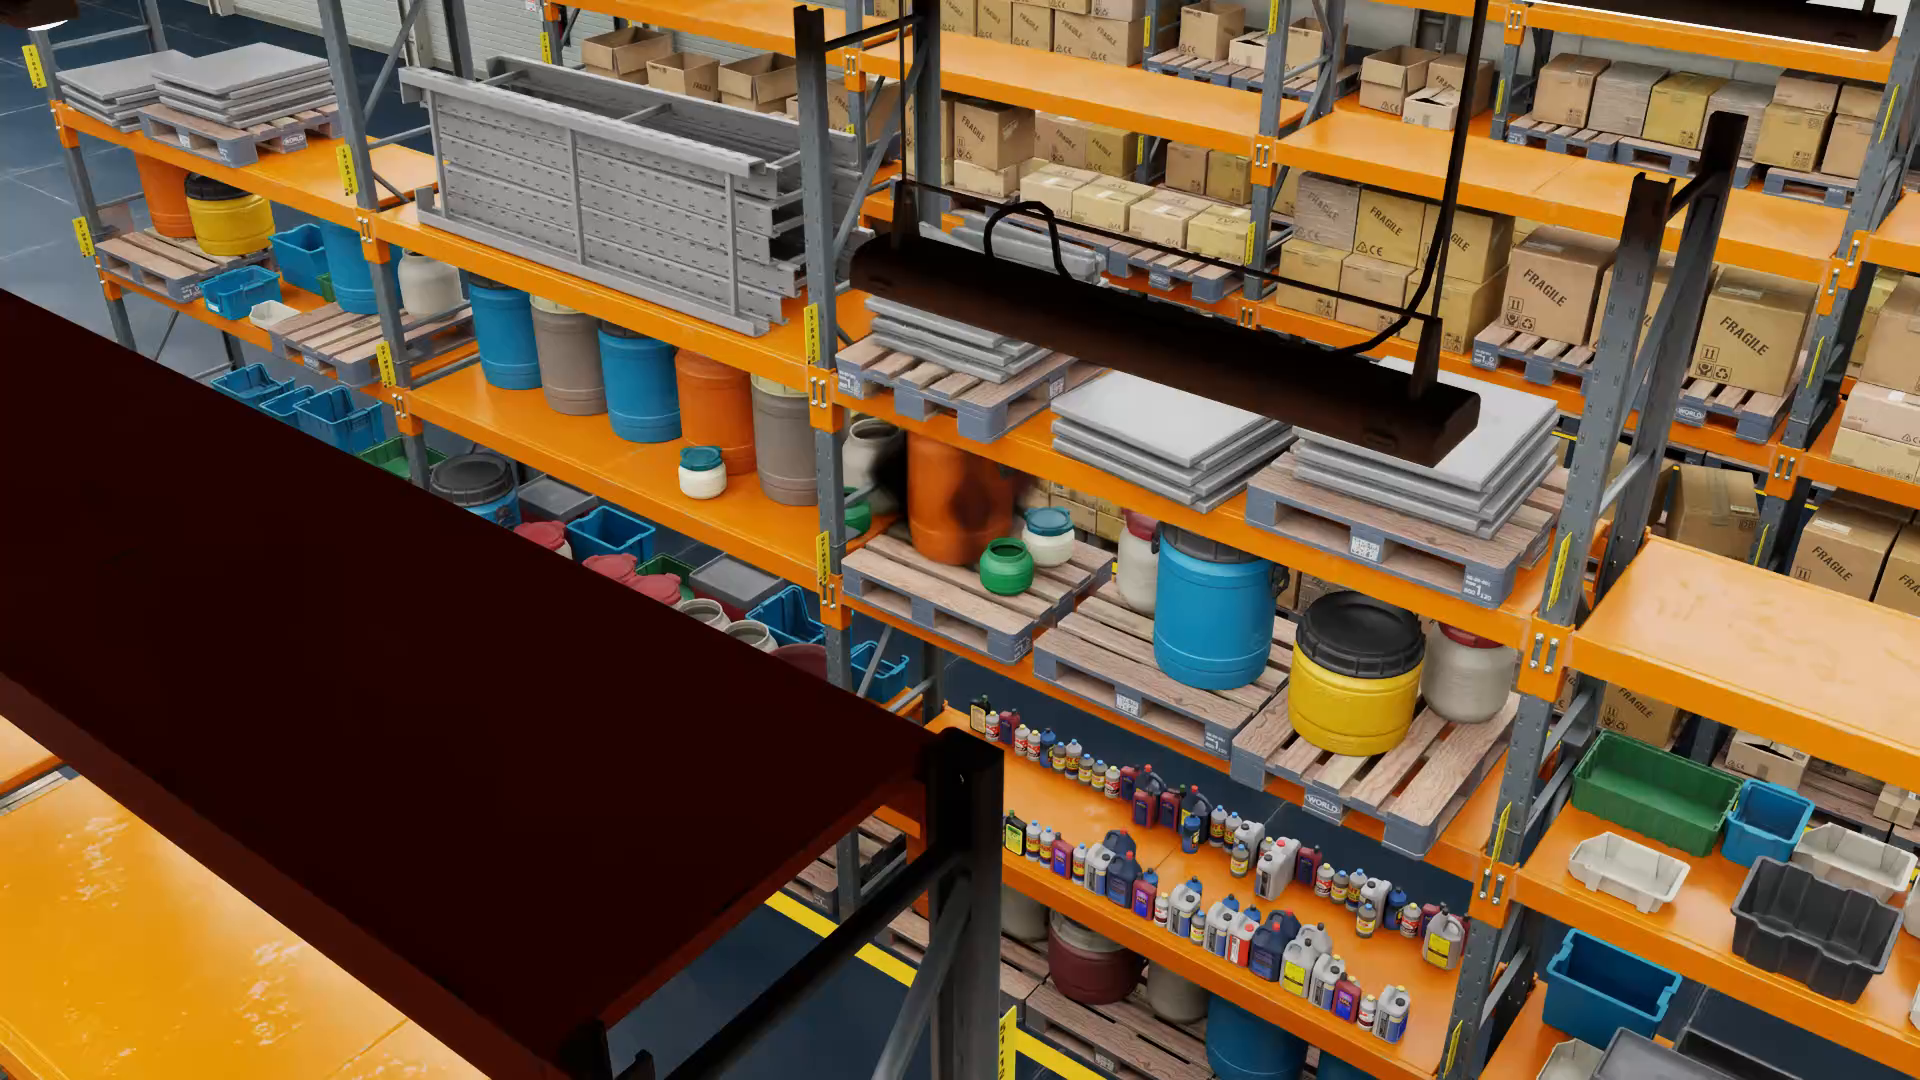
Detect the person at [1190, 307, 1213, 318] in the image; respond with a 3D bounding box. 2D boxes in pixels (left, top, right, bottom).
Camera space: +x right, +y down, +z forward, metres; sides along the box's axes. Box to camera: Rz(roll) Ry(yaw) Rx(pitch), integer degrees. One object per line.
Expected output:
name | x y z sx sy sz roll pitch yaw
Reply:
person | 2.330 -1.453 16.073 0.520 1.717 0.621 -16 35 -24
